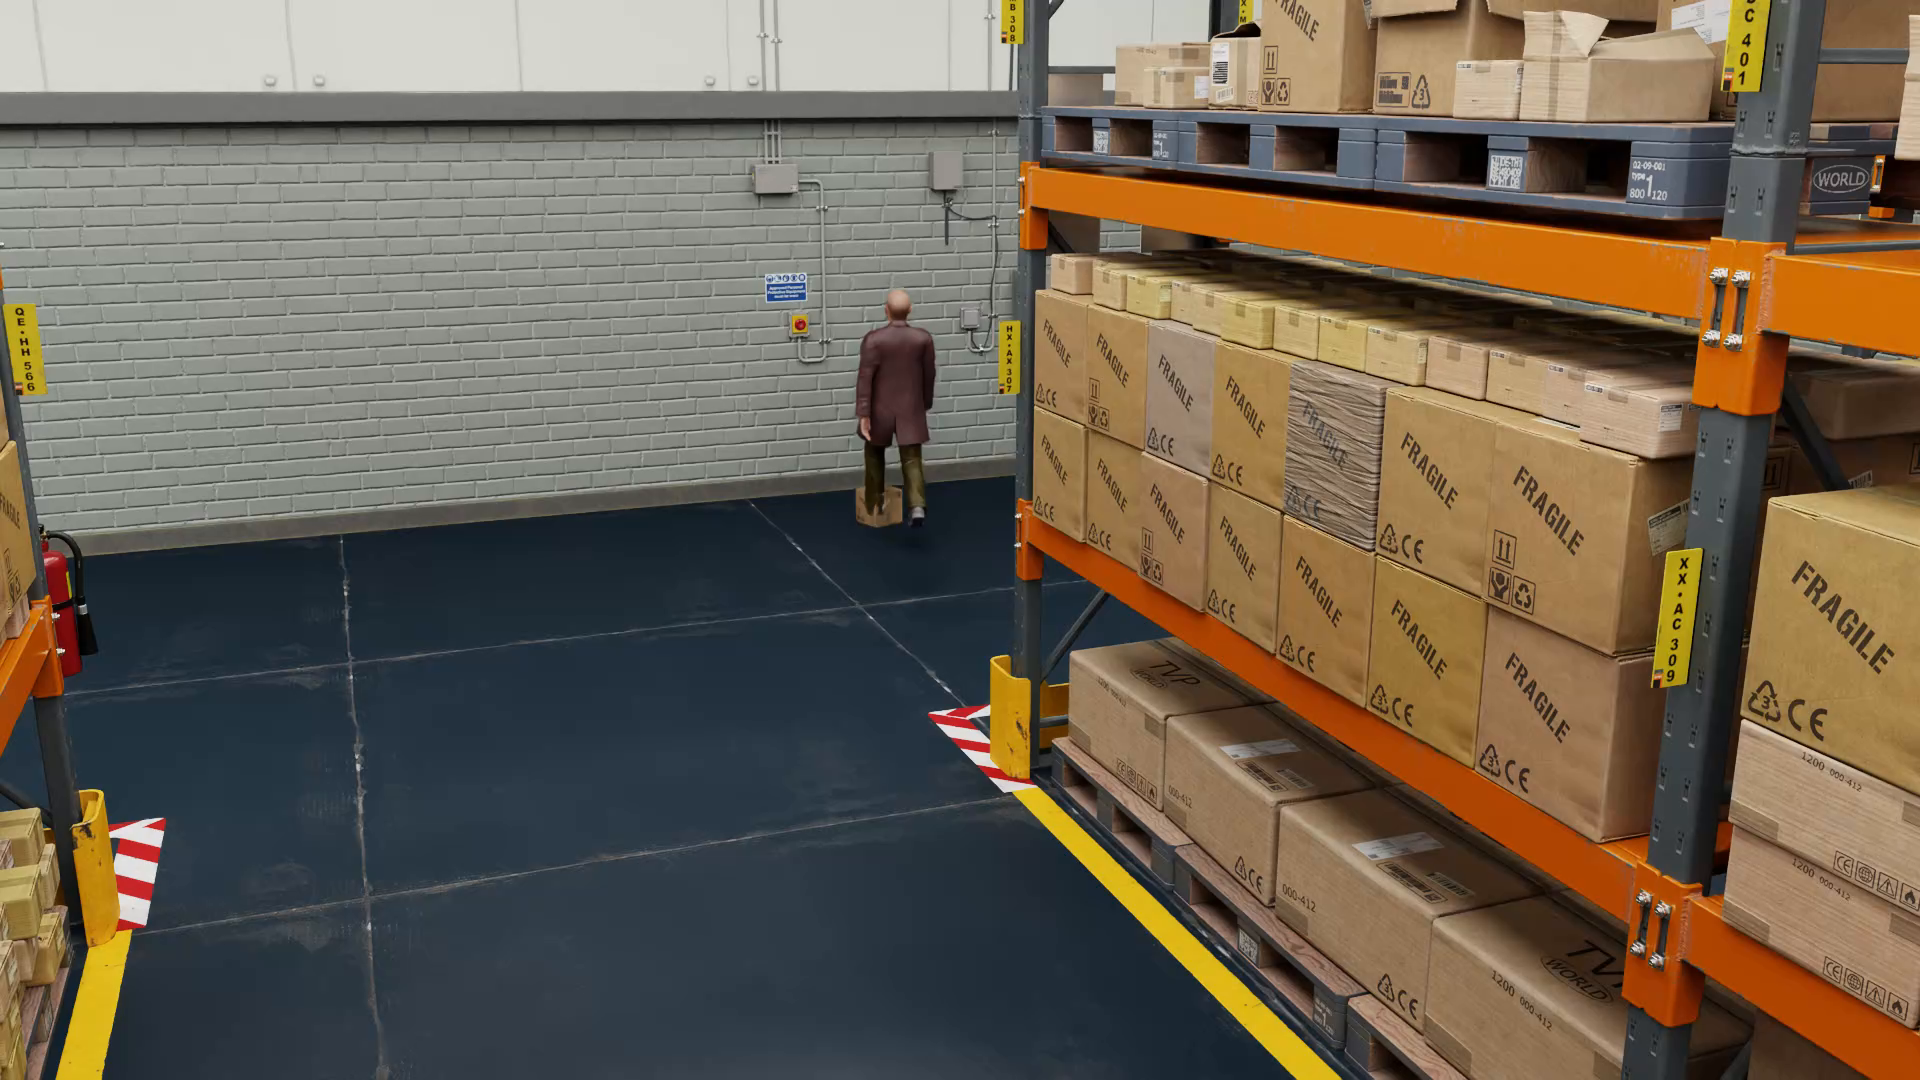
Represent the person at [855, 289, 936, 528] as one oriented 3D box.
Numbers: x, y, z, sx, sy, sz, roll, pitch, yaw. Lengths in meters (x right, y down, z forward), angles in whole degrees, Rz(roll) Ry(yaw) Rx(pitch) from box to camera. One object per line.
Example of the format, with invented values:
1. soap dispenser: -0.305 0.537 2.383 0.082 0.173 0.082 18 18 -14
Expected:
1. person: -0.465 -0.924 11.918 0.601 1.743 0.994 -3 16 -10
